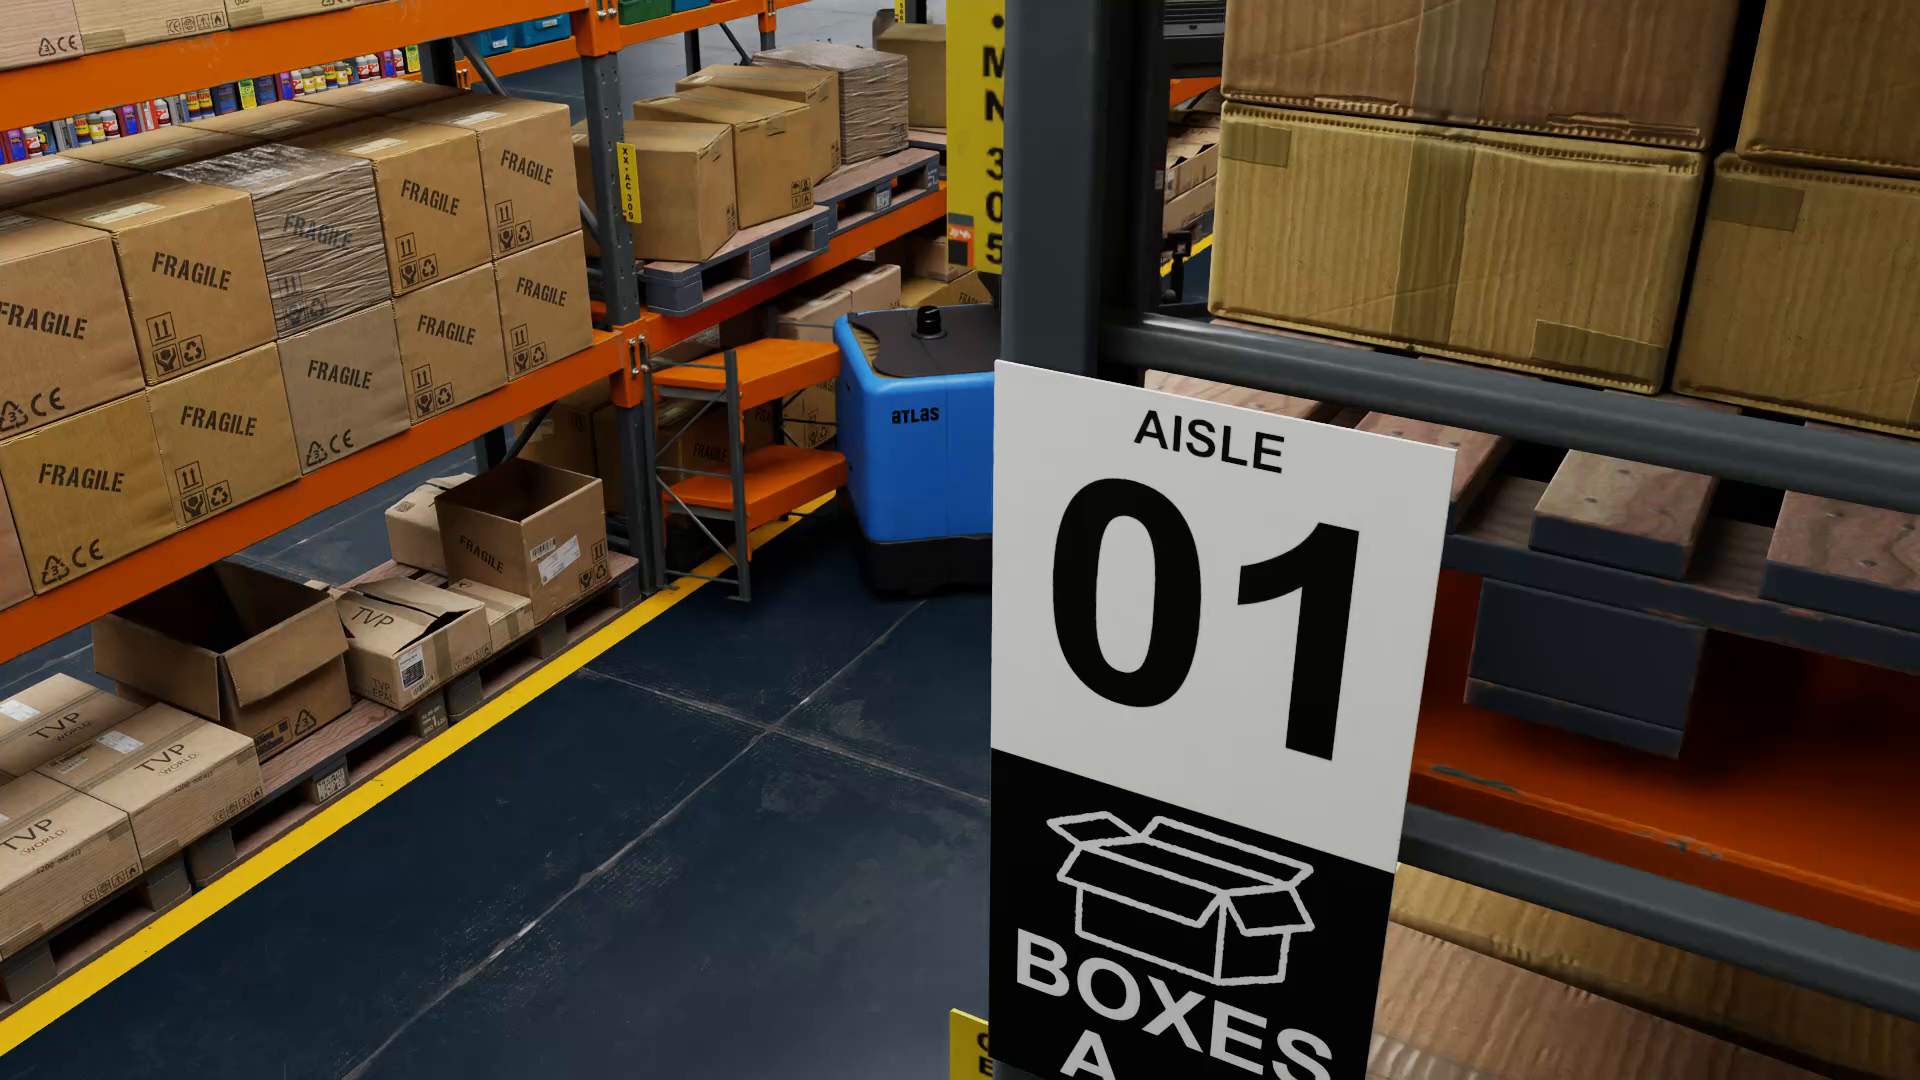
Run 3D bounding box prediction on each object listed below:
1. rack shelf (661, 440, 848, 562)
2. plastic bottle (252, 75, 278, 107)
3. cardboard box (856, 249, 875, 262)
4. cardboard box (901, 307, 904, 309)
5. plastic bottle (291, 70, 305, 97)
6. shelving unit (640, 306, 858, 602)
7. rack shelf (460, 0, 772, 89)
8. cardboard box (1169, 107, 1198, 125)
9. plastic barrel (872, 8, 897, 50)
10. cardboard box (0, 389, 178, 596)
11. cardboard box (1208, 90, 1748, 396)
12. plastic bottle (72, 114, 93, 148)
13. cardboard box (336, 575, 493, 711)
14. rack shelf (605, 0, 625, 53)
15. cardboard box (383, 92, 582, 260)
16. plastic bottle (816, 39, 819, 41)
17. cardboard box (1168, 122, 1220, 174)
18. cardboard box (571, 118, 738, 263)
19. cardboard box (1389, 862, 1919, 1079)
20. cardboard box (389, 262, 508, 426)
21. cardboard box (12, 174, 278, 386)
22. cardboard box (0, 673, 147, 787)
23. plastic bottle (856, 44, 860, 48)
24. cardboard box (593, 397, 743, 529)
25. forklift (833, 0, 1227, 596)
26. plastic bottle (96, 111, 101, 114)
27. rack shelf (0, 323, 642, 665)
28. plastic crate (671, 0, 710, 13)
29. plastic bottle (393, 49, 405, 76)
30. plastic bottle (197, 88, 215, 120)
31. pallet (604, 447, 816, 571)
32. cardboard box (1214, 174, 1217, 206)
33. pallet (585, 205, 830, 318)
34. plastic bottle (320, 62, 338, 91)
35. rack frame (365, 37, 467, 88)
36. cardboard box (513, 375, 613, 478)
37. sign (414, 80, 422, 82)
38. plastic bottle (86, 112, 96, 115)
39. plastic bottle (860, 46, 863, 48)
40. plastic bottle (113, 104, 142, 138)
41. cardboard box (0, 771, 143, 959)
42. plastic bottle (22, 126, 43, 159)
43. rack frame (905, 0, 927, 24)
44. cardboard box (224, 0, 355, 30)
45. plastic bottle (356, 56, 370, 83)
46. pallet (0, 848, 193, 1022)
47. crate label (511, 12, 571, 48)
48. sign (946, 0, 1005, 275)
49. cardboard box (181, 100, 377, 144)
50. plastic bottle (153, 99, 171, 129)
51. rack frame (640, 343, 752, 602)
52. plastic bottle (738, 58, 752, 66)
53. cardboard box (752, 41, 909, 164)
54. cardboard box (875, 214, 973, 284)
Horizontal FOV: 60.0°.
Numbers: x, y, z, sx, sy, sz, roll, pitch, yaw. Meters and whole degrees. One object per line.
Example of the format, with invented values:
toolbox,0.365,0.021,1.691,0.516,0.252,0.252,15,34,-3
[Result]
rack shelf,-0.932,-0.202,7.833,0.538,0.278,1.000,8,20,26
plastic bottle,-4.696,-3.085,11.118,0.144,0.351,0.185,14,30,26
cardboard box,-0.606,-1.524,10.245,0.500,0.500,0.500,13,29,24
cardboard box,-0.644,-1.020,9.238,0.500,0.500,0.500,13,29,24
plastic bottle,-4.540,-3.120,11.355,0.097,0.201,0.097,0,27,0
shelving unit,-0.937,-0.435,7.759,0.538,1.125,1.048,8,20,26
rack shelf,-3.207,-4.315,14.323,1.077,0.370,4.000,14,30,26
cardboard box,1.667,-3.427,13.721,0.500,0.311,0.500,14,30,26
plastic barrel,-0.760,-5.582,18.360,0.421,0.512,0.421,0,27,0
cardboard box,-2.870,-0.204,5.195,0.500,0.500,0.500,14,30,26
cardboard box,0.628,-0.409,1.951,0.500,0.250,0.500,15,30,28
plastic bottle,-5.339,-2.519,10.075,0.097,0.271,0.097,0,27,0
cardboard box,-2.251,0.376,6.660,0.500,0.311,0.500,14,30,26
rack shelf,-0.864,-3.005,8.355,1.077,0.370,4.000,14,30,26
cardboard box,-1.872,-1.444,6.555,0.500,0.500,0.500,14,30,26
plastic bottle,-1.546,-5.235,17.900,0.061,0.283,0.133,15,30,27
cardboard box,1.887,-3.108,13.084,0.500,0.311,0.500,15,30,28
cardboard box,-1.421,-1.574,7.463,0.700,0.500,0.500,4,27,9
cardboard box,1.089,0.821,2.924,0.980,0.700,0.700,14,30,26
cardboard box,-2.123,-0.798,6.382,0.500,0.500,0.500,15,30,28
cardboard box,-2.618,-0.851,5.371,0.500,0.500,0.500,14,30,26
cardboard box,-3.270,0.756,5.970,0.500,0.250,0.500,14,30,26
plastic bottle,-1.072,-4.963,17.282,0.144,0.351,0.185,16,31,28
cardboard box,-1.398,-0.420,8.039,0.500,0.500,0.500,13,29,24
forklift,0.945,-1.384,7.741,3.031,2.935,1.130,-6,27,-11
plastic bottle,-5.639,-2.949,10.930,0.152,0.276,0.135,14,30,26
rack shelf,-2.832,-0.105,5.913,1.077,0.370,4.000,14,30,26
plastic crate,-2.495,-4.911,14.727,0.392,0.384,0.575,14,30,26
plastic bottle,-4.092,-3.476,12.065,0.097,0.201,0.097,0,27,0
plastic bottle,-4.901,-2.866,10.768,0.097,0.271,0.097,0,27,0
pallet,-1.481,-0.285,8.583,1.003,0.211,1.213,14,30,26
cardboard box,1.885,-2.860,13.215,0.500,0.250,0.500,14,30,25
pallet,-1.360,-1.408,7.926,1.003,0.211,1.213,14,30,26
plastic bottle,-4.397,-3.266,11.566,0.097,0.271,0.097,0,27,0
rack frame,-4.191,-3.857,12.605,1.000,3.000,0.127,14,30,26
cardboard box,-1.855,-0.541,8.280,0.500,0.500,0.500,14,30,26
sign,-2.333,-1.845,7.291,0.100,0.325,0.005,14,30,26
plastic bottle,-5.635,-2.837,10.710,0.097,0.271,0.097,0,27,0
plastic bottle,-1.018,-5.076,17.582,0.061,0.283,0.133,14,30,26
plastic bottle,-5.170,-2.641,10.306,0.061,0.283,0.133,14,30,26
cardboard box,-3.056,1.041,5.399,0.500,0.250,0.500,14,30,26
plastic bottle,-5.501,-2.360,9.835,0.097,0.201,0.097,0,27,0
rack frame,0.119,-2.765,10.423,1.000,3.000,0.127,14,30,26
cardboard box,-2.350,-1.843,5.398,0.500,0.250,0.500,14,30,26
plastic bottle,-4.253,-3.348,11.809,0.097,0.201,0.097,0,27,0
pallet,-3.387,1.259,5.499,1.003,0.211,1.213,14,30,26
crate label,-3.467,-4.201,13.251,0.502,0.435,0.616,14,30,26
sign,0.033,-0.385,1.416,0.100,0.325,0.005,14,30,26
cardboard box,-2.579,-1.375,6.417,0.500,0.500,0.500,13,29,25
plastic bottle,-5.063,-2.706,10.527,0.097,0.201,0.097,0,27,0
rack frame,-1.168,-0.295,7.329,0.500,1.125,0.032,8,20,26
plastic bottle,-2.158,-4.743,16.841,0.144,0.351,0.185,13,30,25
cardboard box,-0.708,-2.413,9.138,0.700,0.500,0.500,21,33,35
cardboard box,-0.160,-1.740,9.839,0.500,0.250,0.500,15,30,28
